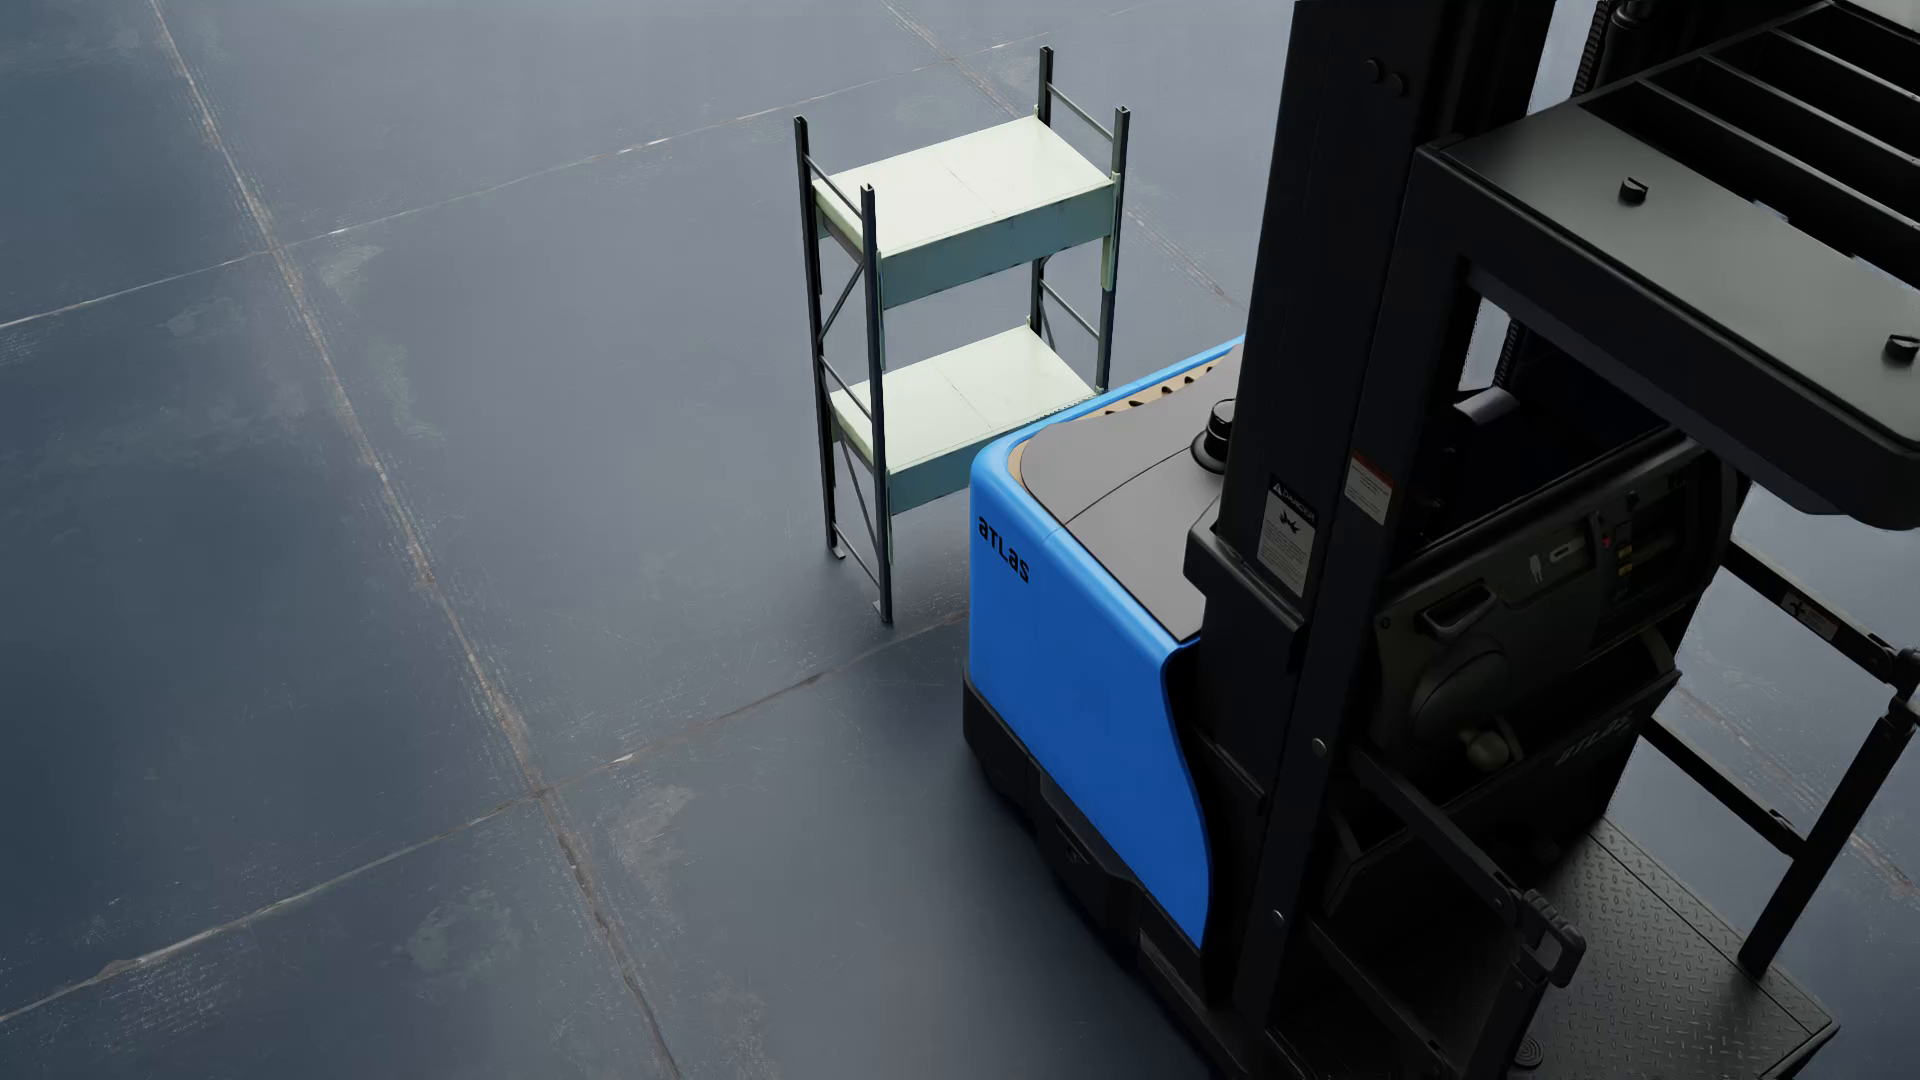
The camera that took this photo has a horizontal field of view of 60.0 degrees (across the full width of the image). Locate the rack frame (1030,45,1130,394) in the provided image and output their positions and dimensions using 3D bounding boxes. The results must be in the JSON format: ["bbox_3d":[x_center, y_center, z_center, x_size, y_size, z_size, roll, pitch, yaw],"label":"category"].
[{"bbox_3d":[0.323,-0.668,4.861,0.023,1.500,0.400,-22,48,-21],"label":"rack frame"}]

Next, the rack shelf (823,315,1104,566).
[{"bbox_3d":[0.006,-0.307,4.957,0.720,0.370,0.431,-22,48,-21],"label":"rack shelf"}]

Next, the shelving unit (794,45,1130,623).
[{"bbox_3d":[0.006,-0.541,4.730,0.755,1.500,0.431,-22,48,-21],"label":"shelving unit"}]

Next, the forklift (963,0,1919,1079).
[{"bbox_3d":[1.228,0.189,2.950,1.130,2.935,3.031,-24,49,-23],"label":"forklift"}]

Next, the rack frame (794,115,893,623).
[{"bbox_3d":[-0.312,-0.414,4.599,0.023,1.500,0.400,-22,48,-21],"label":"rack frame"}]

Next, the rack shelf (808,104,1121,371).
[{"bbox_3d":[0.006,-0.821,4.458,0.720,0.370,0.431,-22,48,-21],"label":"rack shelf"}]
